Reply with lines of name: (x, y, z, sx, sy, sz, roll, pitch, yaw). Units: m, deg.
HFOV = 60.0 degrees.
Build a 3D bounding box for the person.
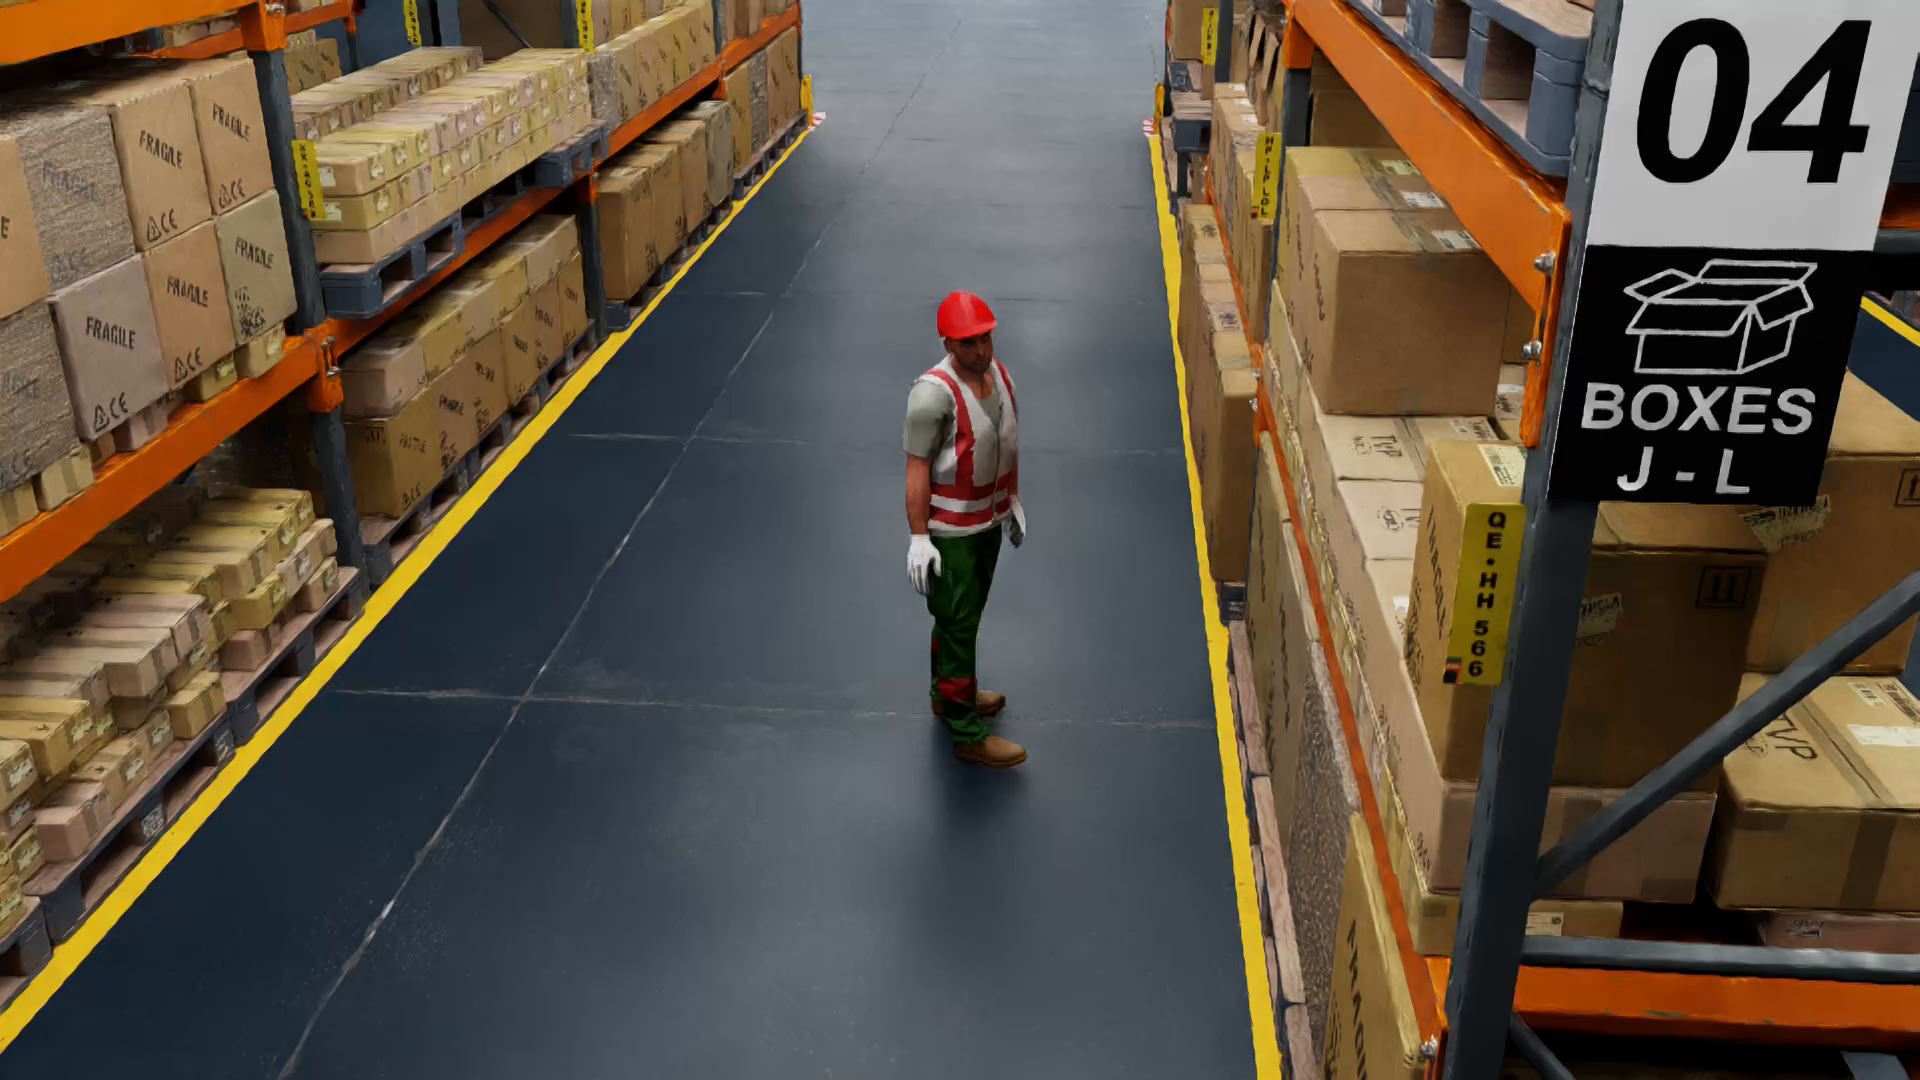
person: (0.056, -0.036, 6.091, 0.569, 1.786, 0.663, 15, 28, 30)
